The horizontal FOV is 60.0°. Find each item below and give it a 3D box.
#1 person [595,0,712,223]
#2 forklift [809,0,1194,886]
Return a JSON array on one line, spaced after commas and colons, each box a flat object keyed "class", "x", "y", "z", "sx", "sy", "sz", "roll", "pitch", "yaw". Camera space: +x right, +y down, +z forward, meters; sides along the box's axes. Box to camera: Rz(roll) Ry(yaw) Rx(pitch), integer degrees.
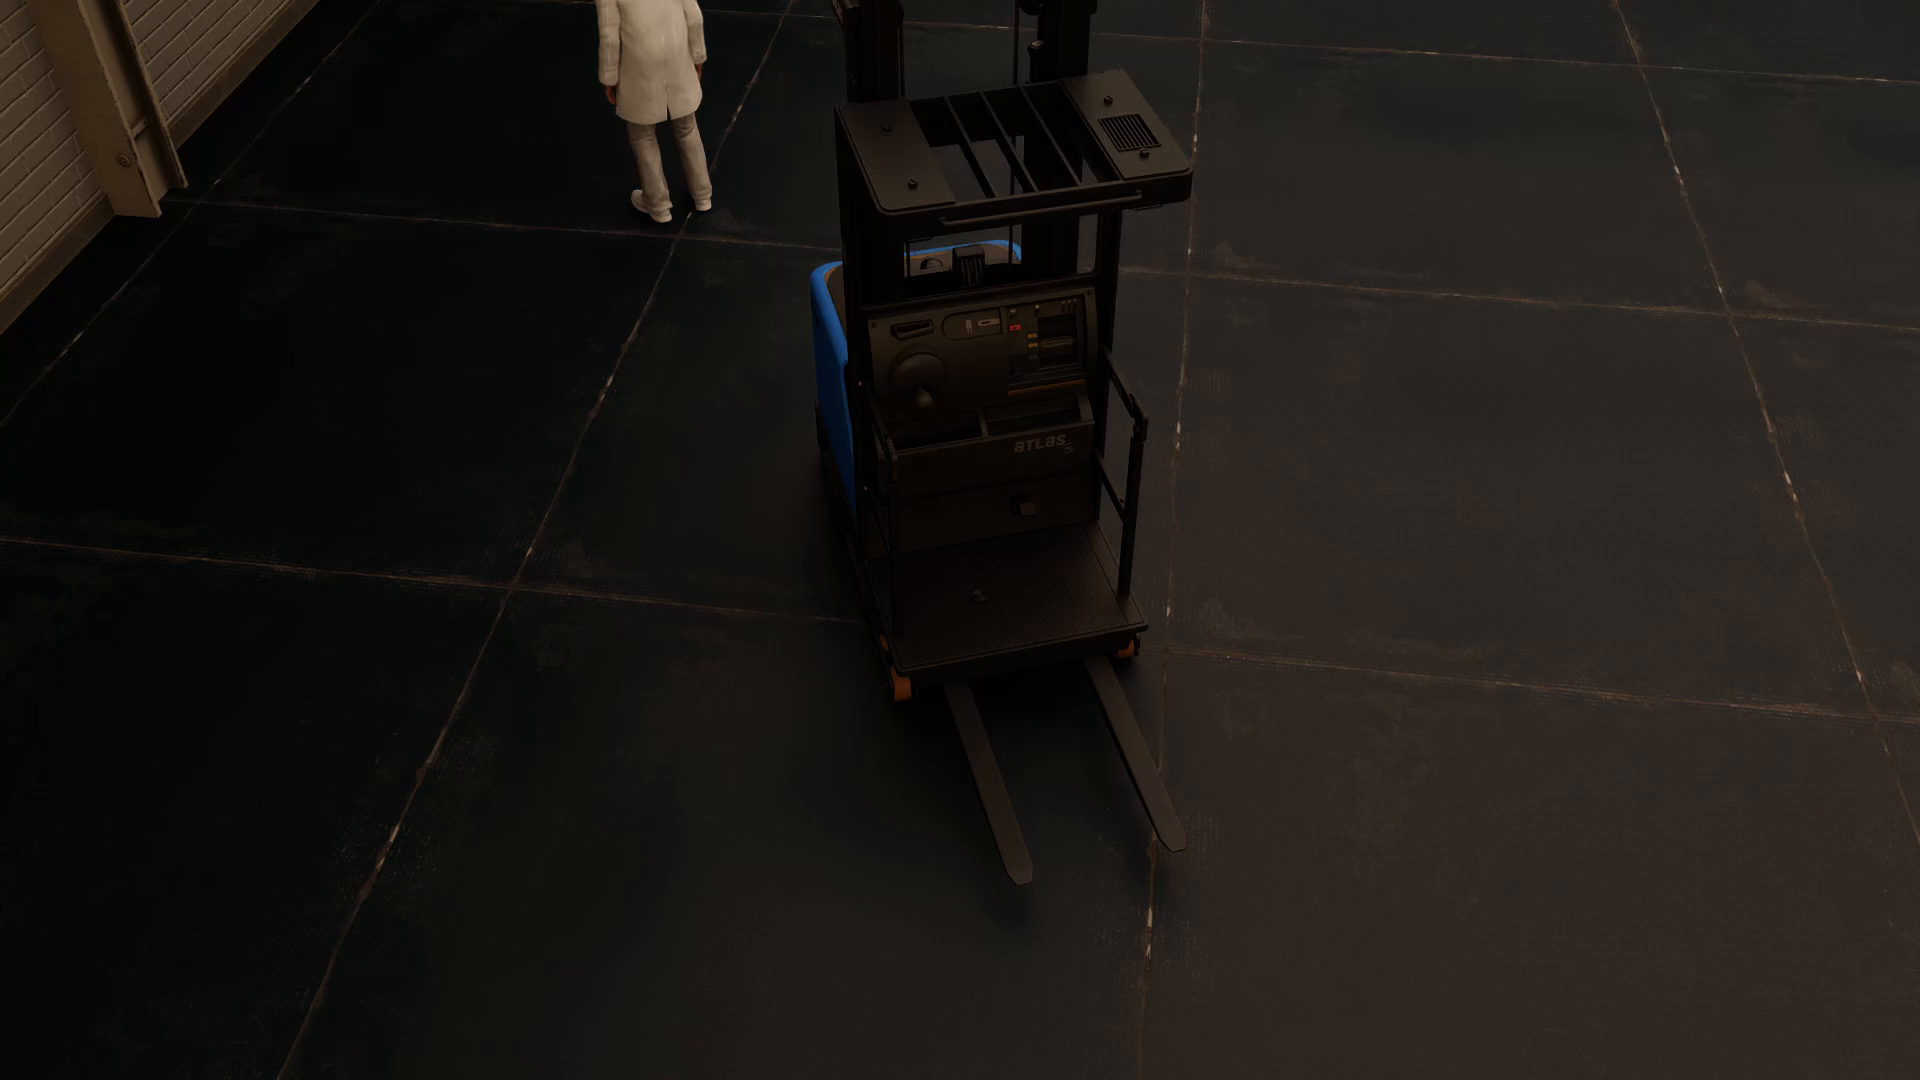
[{"class": "person", "x": -1.744, "y": -2.671, "z": 9.487, "sx": 0.646, "sy": 1.774, "sz": 0.420, "roll": -21, "pitch": 46, "yaw": -21}, {"class": "forklift", "x": 0.153, "y": -0.681, "z": 6.465, "sx": 1.130, "sy": 2.935, "sz": 3.031, "roll": -10, "pitch": 44, "yaw": -11}]
